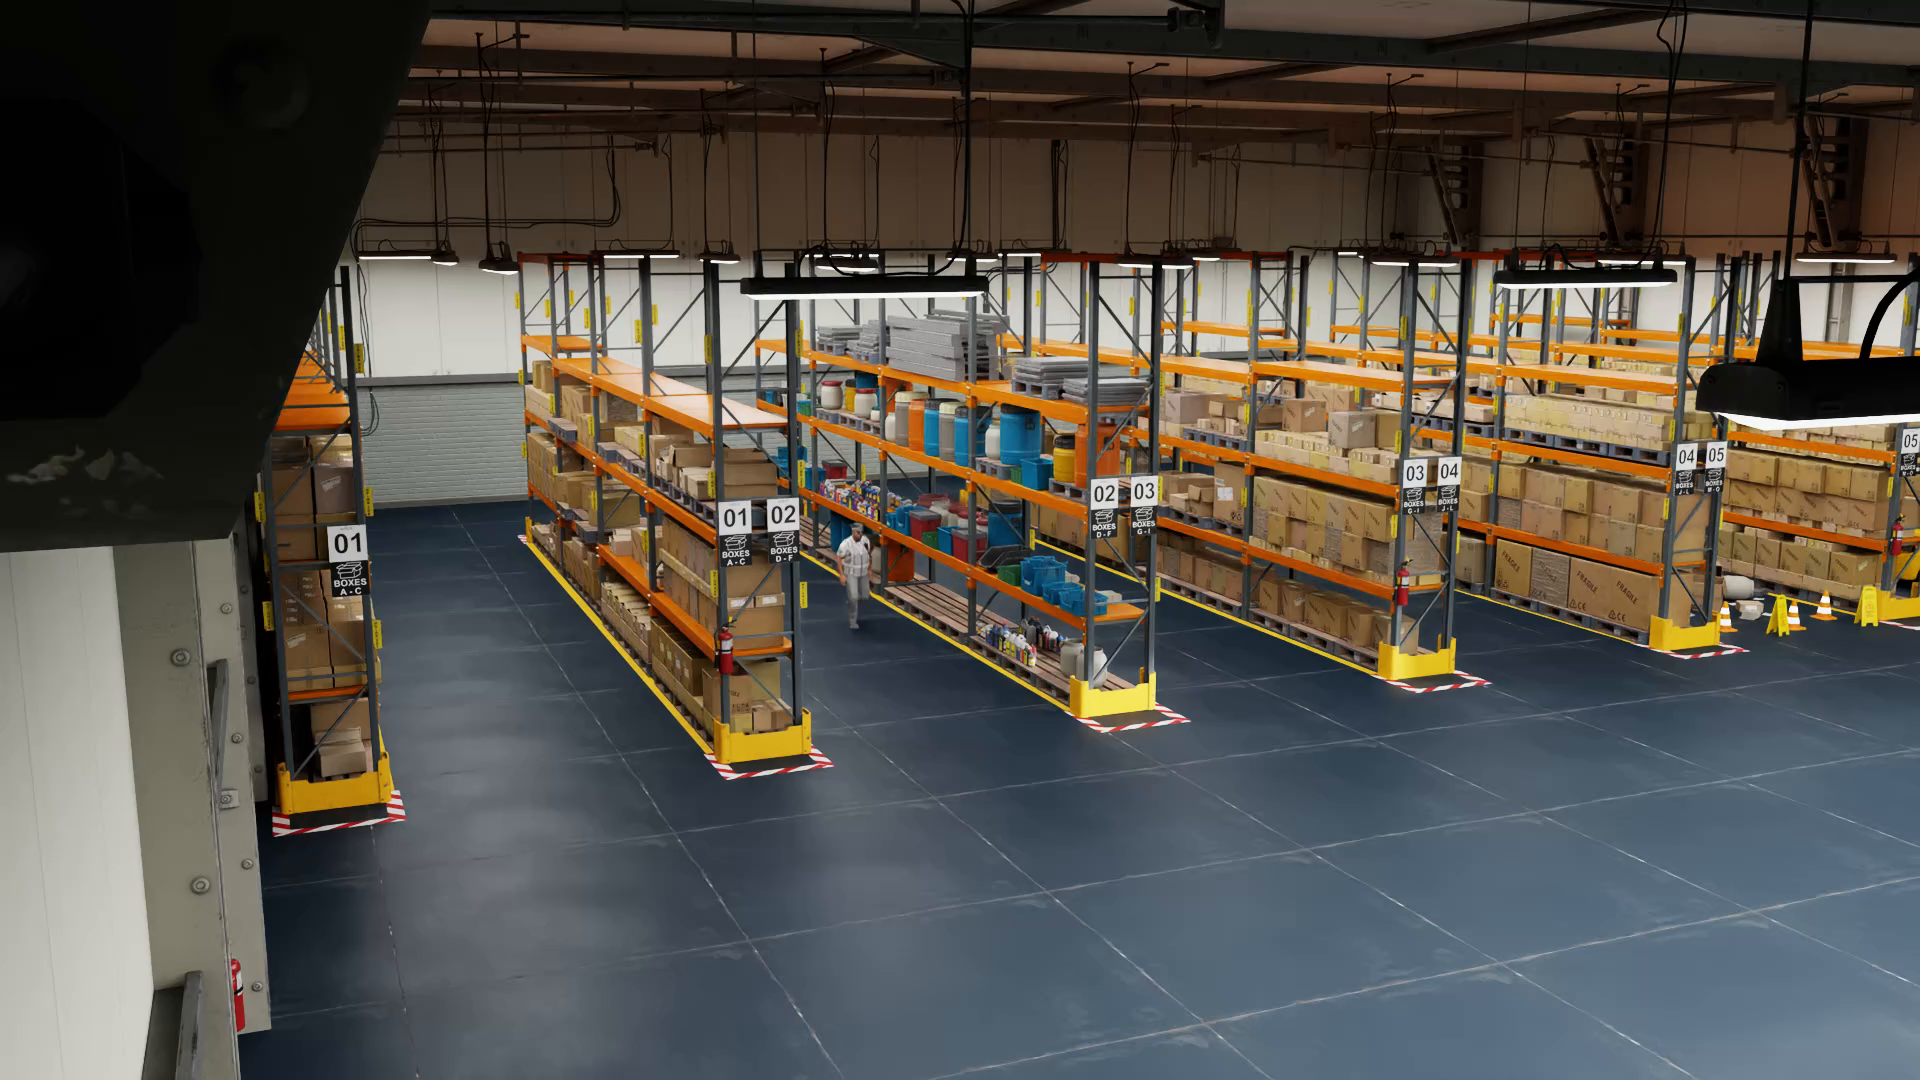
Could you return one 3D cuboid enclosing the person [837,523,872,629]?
[{"bbox_3d":[-1.758,0.544,27.302,0.626,1.742,0.660,-7,12,-33],"label":"person"}]
